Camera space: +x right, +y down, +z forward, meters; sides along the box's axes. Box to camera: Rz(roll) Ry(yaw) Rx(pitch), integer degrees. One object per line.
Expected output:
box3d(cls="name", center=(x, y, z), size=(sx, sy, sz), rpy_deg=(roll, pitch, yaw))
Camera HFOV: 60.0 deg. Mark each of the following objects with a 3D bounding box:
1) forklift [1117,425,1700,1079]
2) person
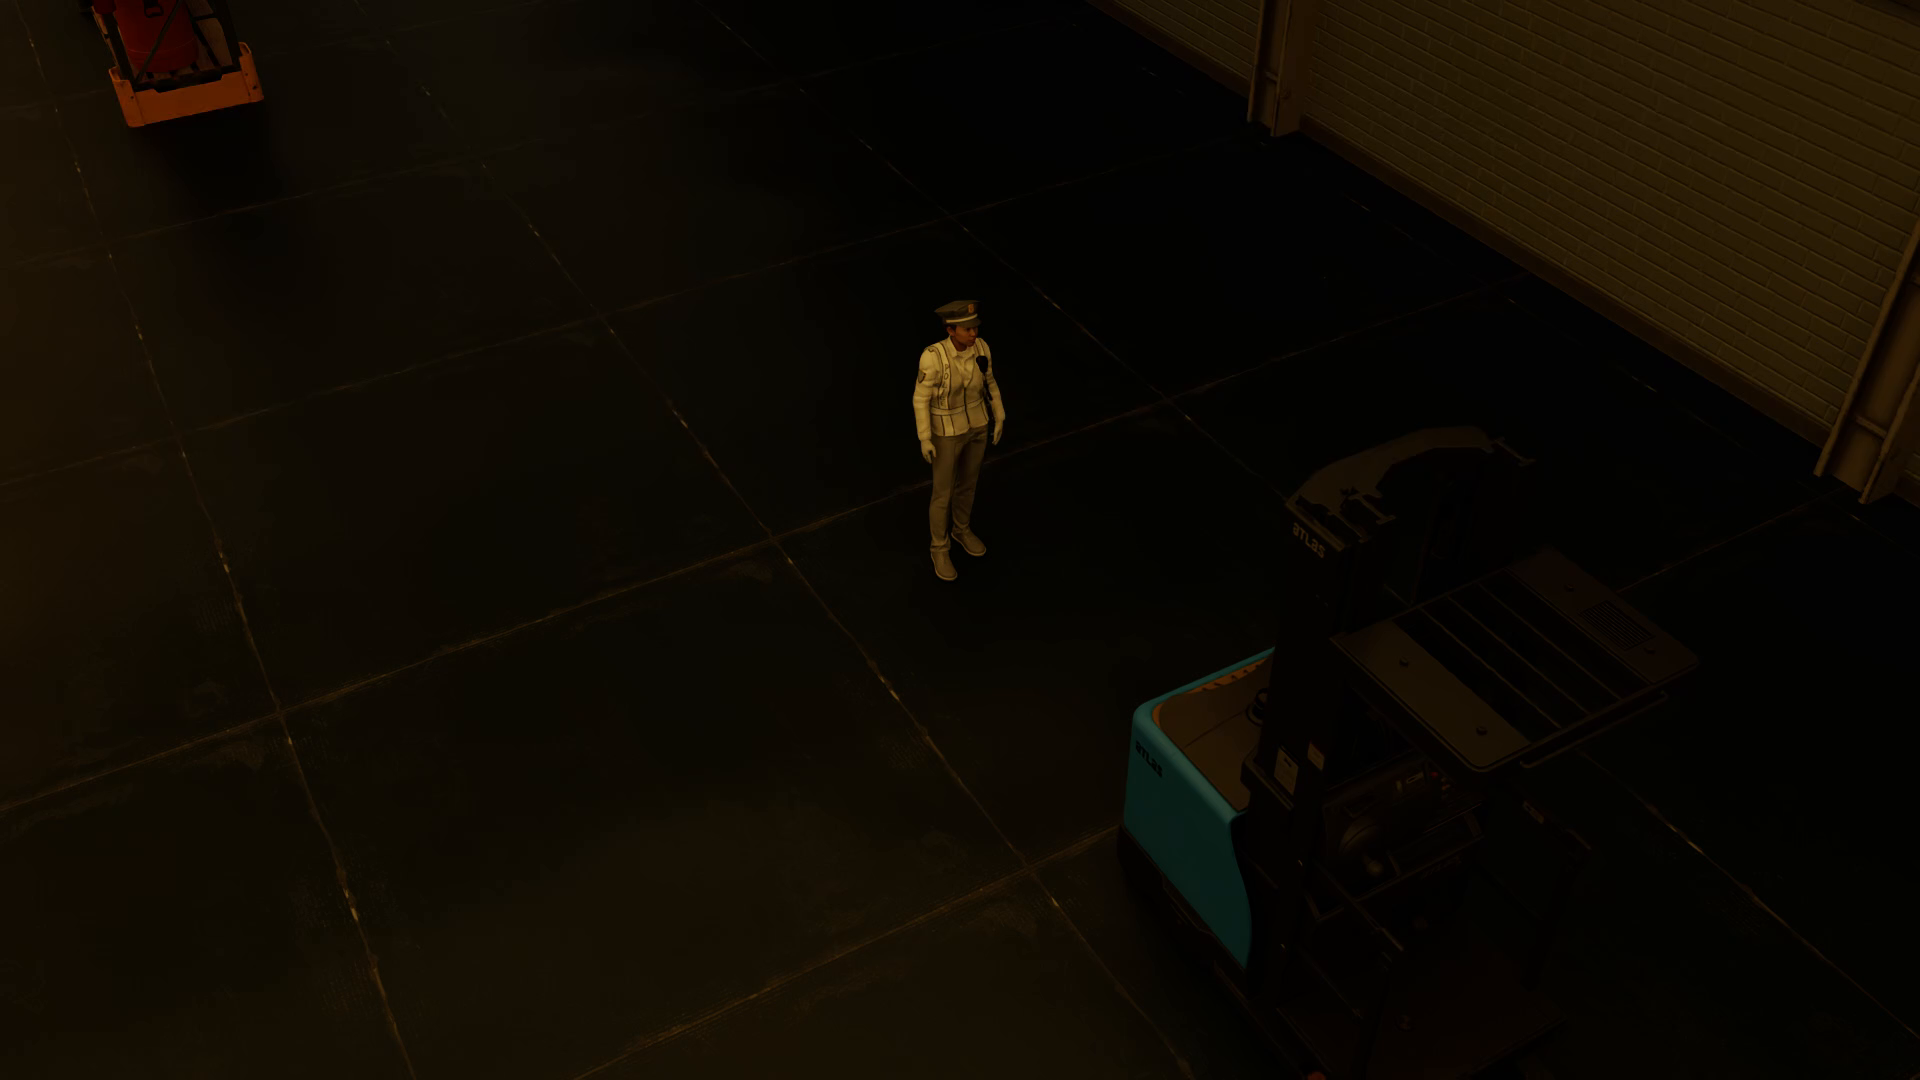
box3d(cls="forklift", center=(1.955, 1.140, 6.662), size=(1.130, 2.935, 3.031), rpy_deg=(-20, 44, -23))
box3d(cls="person", center=(0.029, -0.618, 9.738), size=(0.587, 1.695, 0.531), rpy_deg=(-20, 44, -23))
